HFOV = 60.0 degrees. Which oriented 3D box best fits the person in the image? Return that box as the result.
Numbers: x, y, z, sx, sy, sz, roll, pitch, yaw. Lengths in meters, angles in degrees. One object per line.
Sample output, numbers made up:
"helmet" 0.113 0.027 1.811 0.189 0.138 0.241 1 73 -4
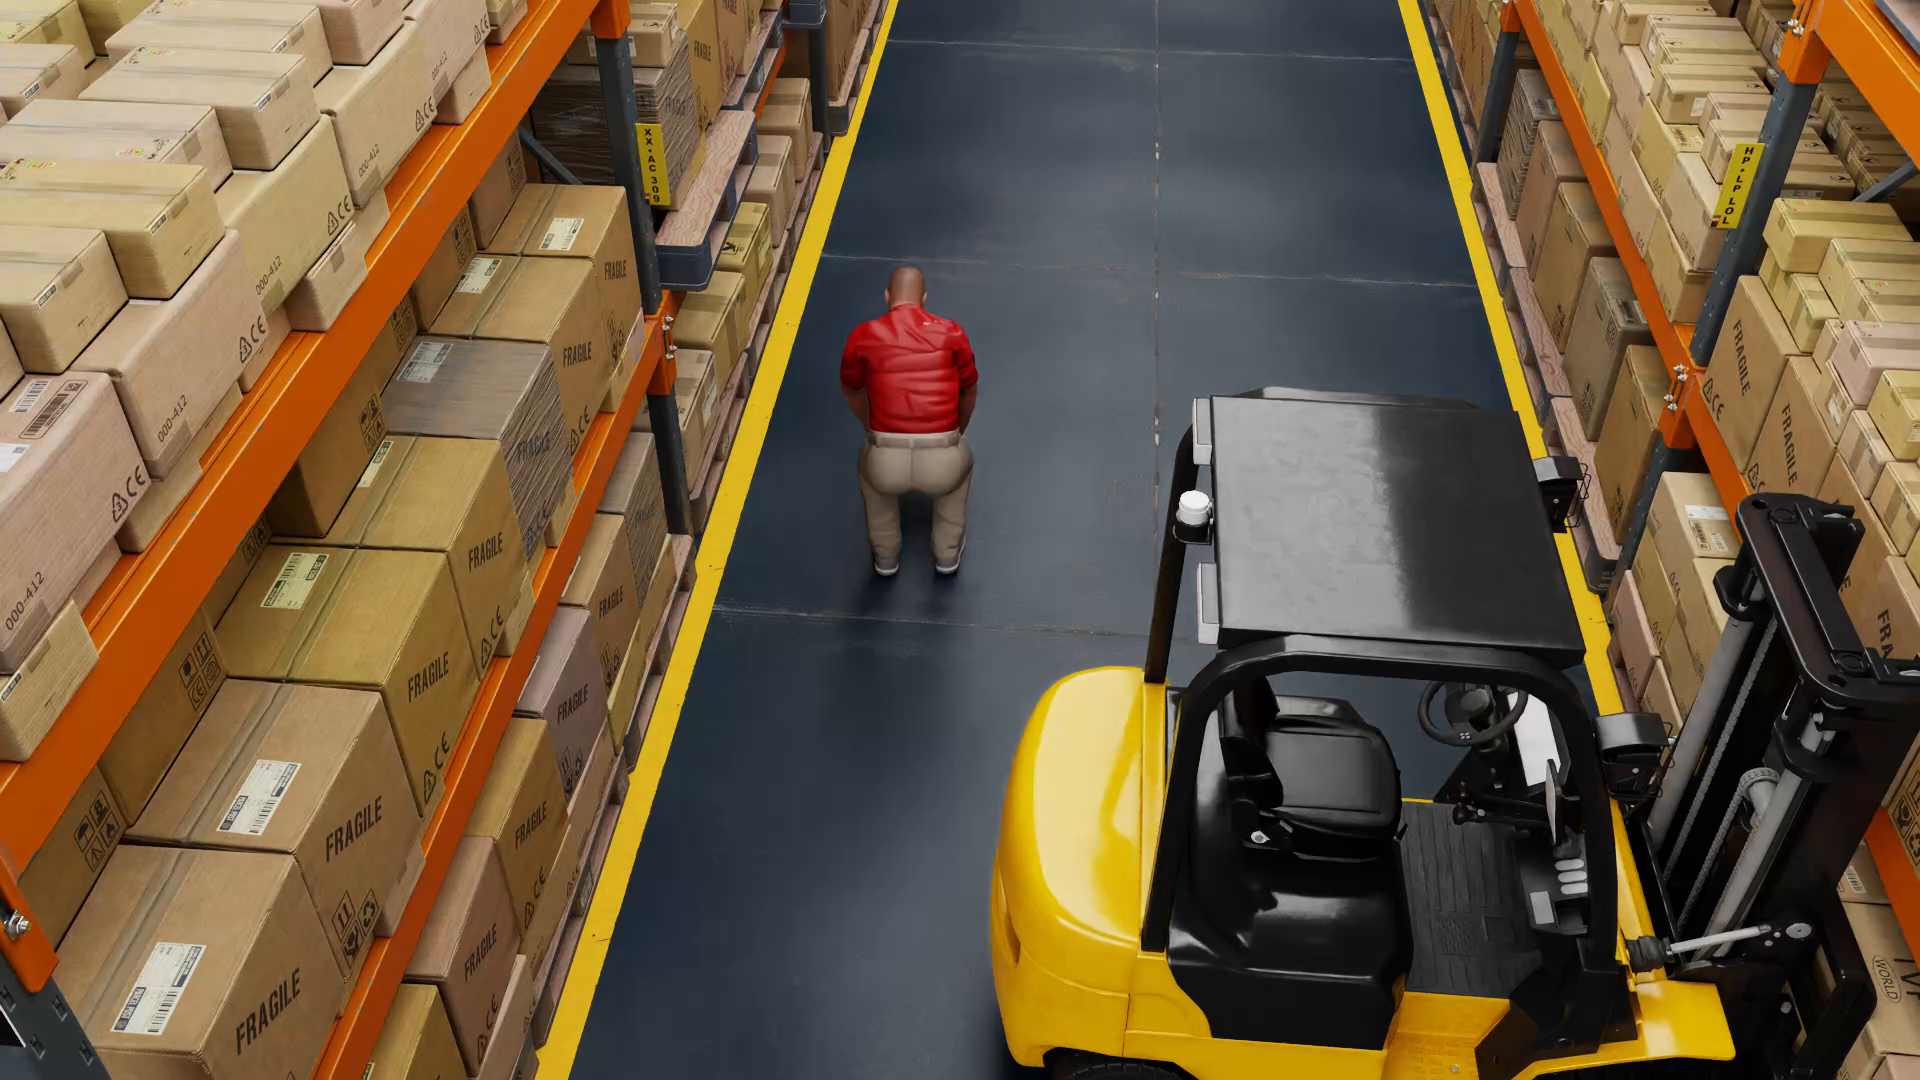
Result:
"person" -0.223 -0.455 7.083 0.587 1.263 0.778 2 40 2
